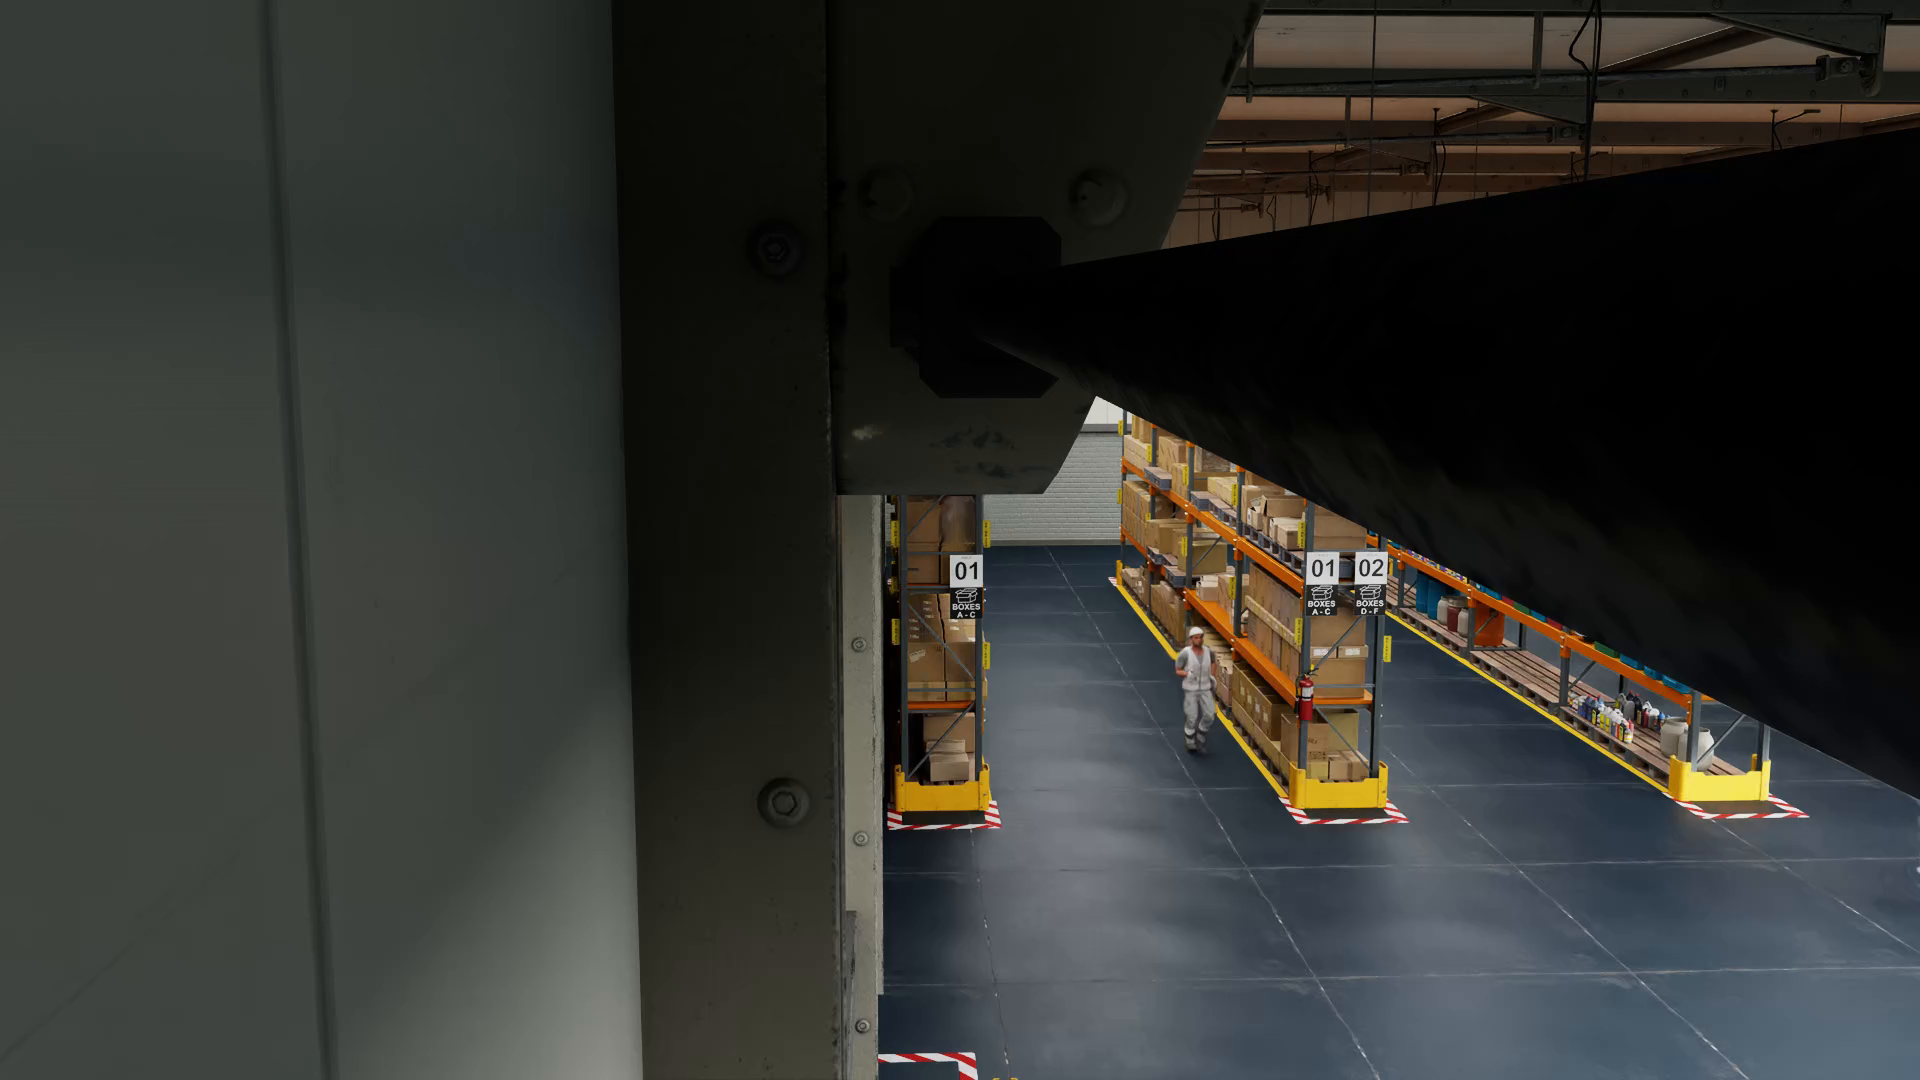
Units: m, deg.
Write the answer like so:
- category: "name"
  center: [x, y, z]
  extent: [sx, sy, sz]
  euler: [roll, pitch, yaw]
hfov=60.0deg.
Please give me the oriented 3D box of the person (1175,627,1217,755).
- category: "person"
  center: [3.288, 2.091, 22.887]
  extent: [0.634, 1.786, 0.645]
  euler: [-1, 9, -8]
